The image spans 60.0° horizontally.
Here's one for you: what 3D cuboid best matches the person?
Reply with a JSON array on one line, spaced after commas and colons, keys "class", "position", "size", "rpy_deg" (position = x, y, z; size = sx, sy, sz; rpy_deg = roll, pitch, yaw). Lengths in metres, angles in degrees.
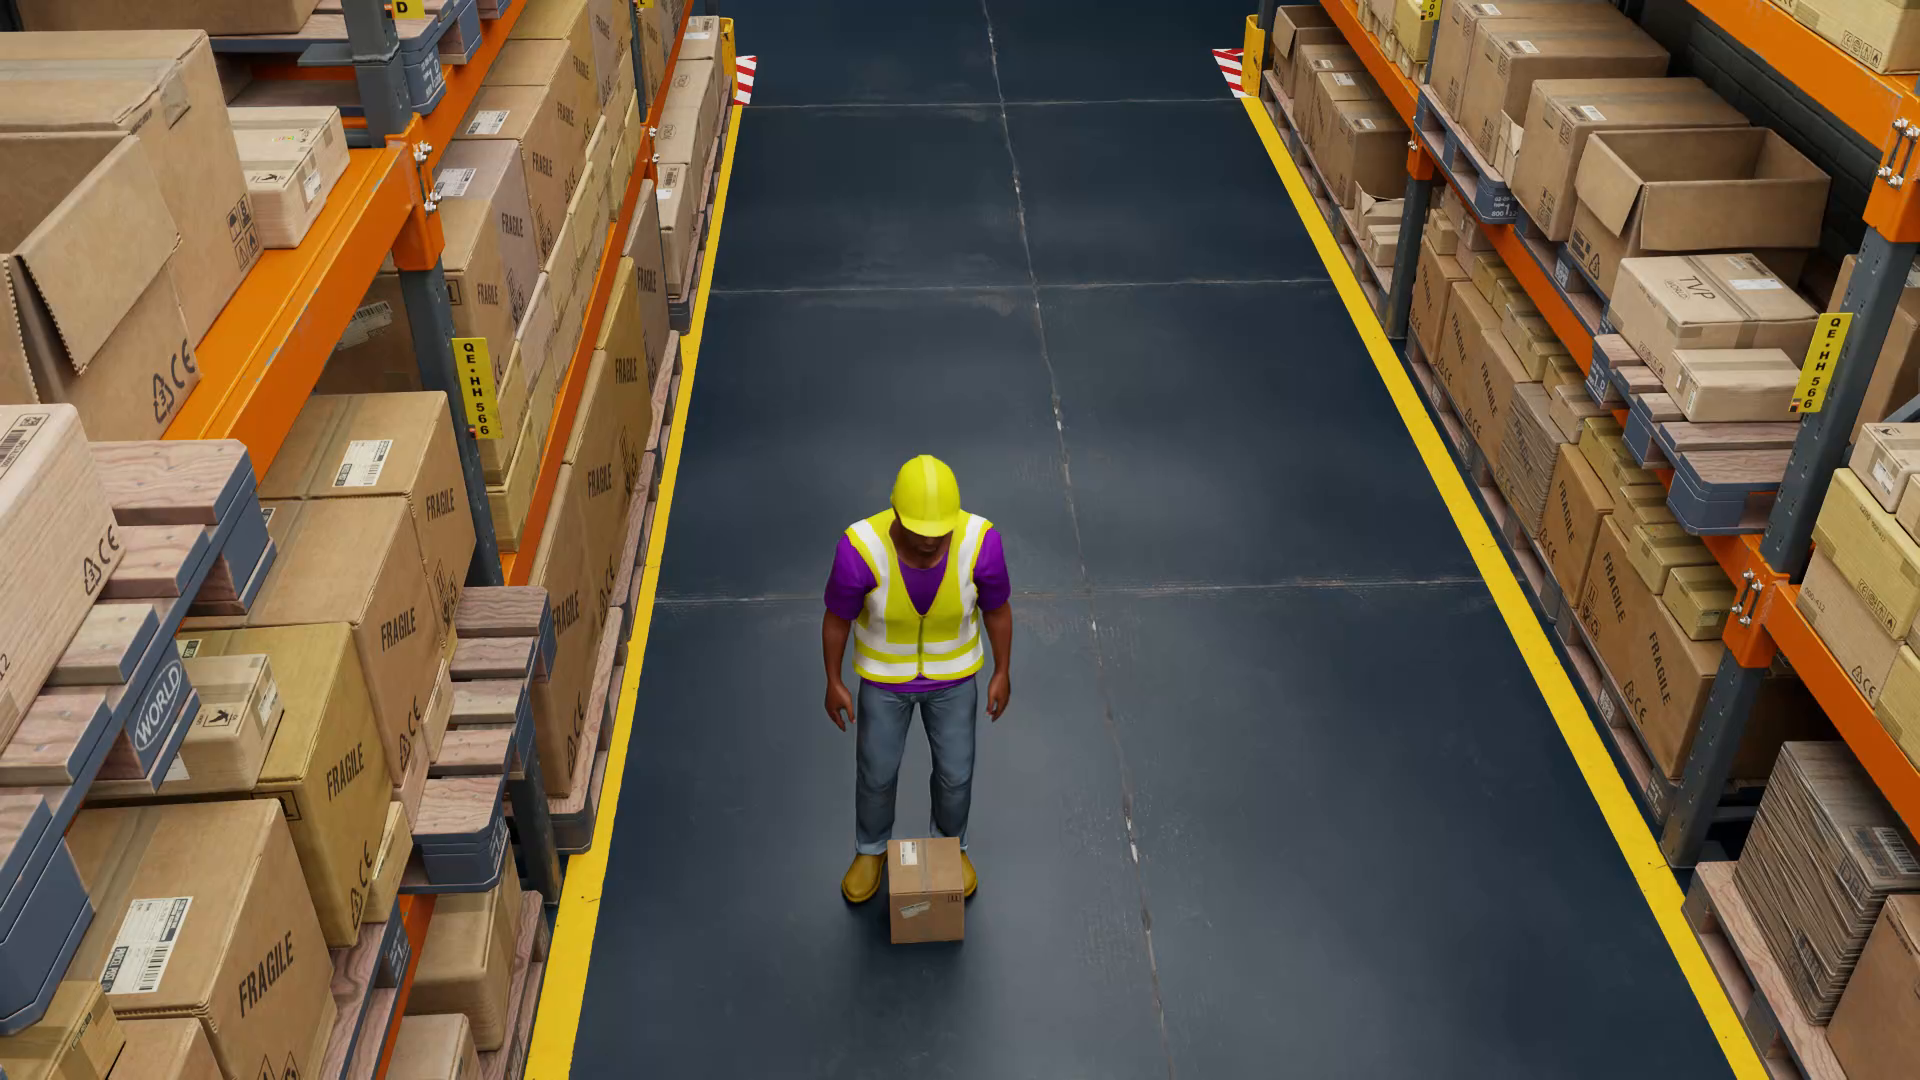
[{"class": "person", "position": [-0.135, 0.457, 5.478], "size": [0.629, 1.759, 0.461], "rpy_deg": [-3, 35, -5]}]
